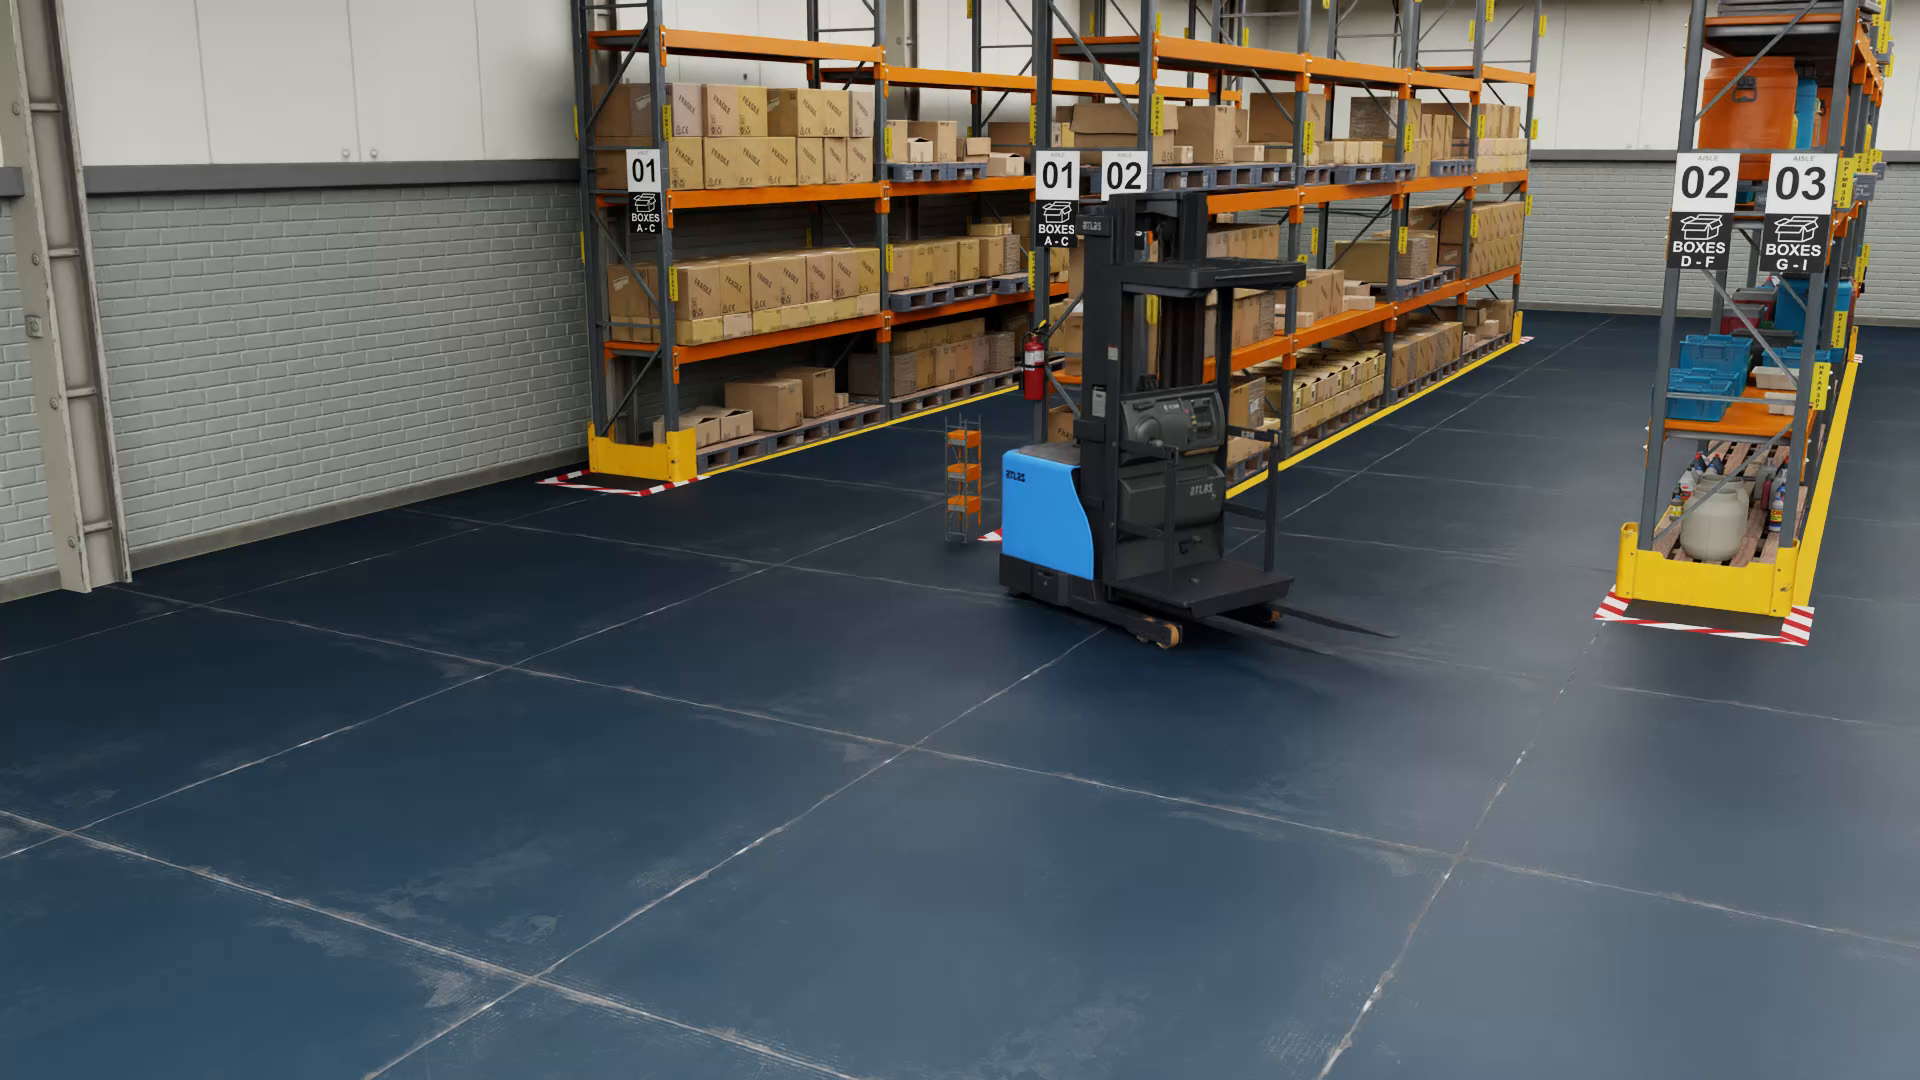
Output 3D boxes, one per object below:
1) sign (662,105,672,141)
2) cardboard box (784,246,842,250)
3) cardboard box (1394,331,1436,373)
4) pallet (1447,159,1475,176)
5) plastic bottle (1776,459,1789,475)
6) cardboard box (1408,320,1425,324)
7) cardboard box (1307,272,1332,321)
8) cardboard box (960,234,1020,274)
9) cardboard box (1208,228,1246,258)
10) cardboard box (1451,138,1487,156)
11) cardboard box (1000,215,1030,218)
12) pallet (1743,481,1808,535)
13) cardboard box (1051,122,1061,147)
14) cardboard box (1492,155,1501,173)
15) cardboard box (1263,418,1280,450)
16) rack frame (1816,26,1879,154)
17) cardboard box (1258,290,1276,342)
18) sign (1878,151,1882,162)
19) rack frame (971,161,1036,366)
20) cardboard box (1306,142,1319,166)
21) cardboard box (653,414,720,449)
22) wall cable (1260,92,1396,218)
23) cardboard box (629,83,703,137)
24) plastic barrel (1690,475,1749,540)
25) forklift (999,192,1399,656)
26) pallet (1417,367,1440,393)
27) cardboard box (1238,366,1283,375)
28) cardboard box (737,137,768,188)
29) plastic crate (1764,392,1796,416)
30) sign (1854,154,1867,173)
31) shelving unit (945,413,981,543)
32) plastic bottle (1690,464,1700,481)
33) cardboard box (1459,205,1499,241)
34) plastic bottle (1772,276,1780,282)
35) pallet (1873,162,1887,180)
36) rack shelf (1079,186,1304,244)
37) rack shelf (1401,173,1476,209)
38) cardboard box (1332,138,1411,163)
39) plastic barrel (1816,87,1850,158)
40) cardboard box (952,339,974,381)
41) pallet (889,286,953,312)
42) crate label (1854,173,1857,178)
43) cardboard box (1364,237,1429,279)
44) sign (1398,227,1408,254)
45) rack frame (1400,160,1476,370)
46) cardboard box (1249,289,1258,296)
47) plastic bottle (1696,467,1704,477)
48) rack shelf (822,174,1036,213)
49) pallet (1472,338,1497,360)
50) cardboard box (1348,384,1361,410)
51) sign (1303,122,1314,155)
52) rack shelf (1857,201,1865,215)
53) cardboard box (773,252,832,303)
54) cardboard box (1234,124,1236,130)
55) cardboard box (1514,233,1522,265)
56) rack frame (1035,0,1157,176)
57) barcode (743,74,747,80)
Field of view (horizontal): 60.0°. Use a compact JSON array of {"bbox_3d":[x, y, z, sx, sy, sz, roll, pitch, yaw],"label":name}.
[{"bbox_3d":[-2.765,-3.932,15.676,0.100,0.325,0.005,7,15,28],"label":"sign"},{"bbox_3d":[-1.717,-3.159,19.414,0.500,0.500,0.500,7,15,27],"label":"cardboard box"},{"bbox_3d":[6.178,-2.568,22.682,0.500,0.500,0.500,7,15,26],"label":"cardboard box"},{"bbox_3d":[6.522,-5.252,23.421,1.213,0.211,1.003,7,15,28],"label":"pallet"},{"bbox_3d":[7.214,-0.530,14.545,0.144,0.351,0.185,7,15,25],"label":"plastic bottle"},{"bbox_3d":[6.452,-2.938,24.216,0.500,0.500,0.500,7,15,26],"label":"cardboard box"},{"bbox_3d":[3.914,-2.785,18.973,0.500,0.500,0.500,7,15,28],"label":"cardboard box"},{"bbox_3d":[0.408,-3.916,22.725,0.700,0.500,0.500,5,15,21],"label":"cardboard box"},{"bbox_3d":[2.337,-2.751,16.063,0.700,0.500,0.500,7,15,28],"label":"cardboard box"},{"bbox_3d":[7.351,-5.711,24.177,0.500,0.250,0.500,7,15,28],"label":"cardboard box"},{"bbox_3d":[0.873,-4.547,24.003,0.500,0.250,0.500,7,15,26],"label":"cardboard box"},{"bbox_3d":[7.005,-0.319,14.908,1.003,0.211,1.213,7,15,28],"label":"pallet"},{"bbox_3d":[1.021,-5.692,23.693,0.700,0.500,0.500,6,15,25],"label":"cardboard box"},{"bbox_3d":[7.839,-5.673,25.084,0.500,0.250,0.500,7,15,28],"label":"cardboard box"},{"bbox_3d":[2.999,-1.118,17.240,0.500,0.250,0.500,7,15,28],"label":"cardboard box"},{"bbox_3d":[9.299,-5.545,17.834,1.000,3.000,0.127,7,15,28],"label":"rack frame"},{"bbox_3d":[2.822,-2.327,17.072,0.700,0.500,0.500,7,15,27],"label":"cardboard box"},{"bbox_3d":[13.656,-5.618,24.761,0.100,0.325,0.005,7,15,28],"label":"sign"},{"bbox_3d":[0.627,-3.751,23.193,1.000,3.000,0.127,7,15,28],"label":"rack frame"},{"bbox_3d":[3.601,-4.198,18.069,0.500,0.250,0.500,6,15,23],"label":"cardboard box"},{"bbox_3d":[-2.827,-1.148,17.195,0.500,0.311,0.500,6,15,22],"label":"cardboard box"},{"bbox_3d":[7.541,-7.919,34.307,3.097,2.526,0.112,7,15,28],"label":"wall cable"},{"bbox_3d":[-2.842,-4.164,16.116,0.500,0.500,0.500,6,15,24],"label":"cardboard box"},{"bbox_3d":[5.926,-0.229,12.994,0.421,0.512,0.421,0,14,0],"label":"plastic barrel"},{"bbox_3d":[1.597,-0.833,11.234,1.130,2.935,3.031,-10,17,-37],"label":"forklift"},{"bbox_3d":[5.950,-2.233,22.847,1.003,0.211,1.213,7,15,28],"label":"pallet"},{"bbox_3d":[3.466,-1.835,19.020,0.500,0.311,0.500,7,15,28],"label":"cardboard box"},{"bbox_3d":[-2.322,-3.880,17.070,0.500,0.500,0.500,8,16,31],"label":"cardboard box"},{"bbox_3d":[6.146,-1.006,12.370,0.298,0.136,0.250,7,15,28],"label":"plastic crate"},{"bbox_3d":[7.842,-3.206,14.512,0.100,0.325,0.005,7,15,28],"label":"sign"},{"bbox_3d":[0.026,-0.521,13.956,0.215,1.050,0.252,7,15,28],"label":"shelving unit"},{"bbox_3d":[6.315,-0.490,14.378,0.144,0.351,0.185,7,15,28],"label":"plastic bottle"},{"bbox_3d":[7.871,-4.822,25.288,0.500,0.500,0.500,7,15,26],"label":"cardboard box"},{"bbox_3d":[10.499,-3.262,21.429,0.152,0.276,0.135,7,15,28],"label":"plastic bottle"},{"bbox_3d":[10.940,-4.644,20.899,1.213,0.211,1.003,7,15,28],"label":"pallet"},{"bbox_3d":[2.065,-3.068,15.495,1.077,0.370,4.000,7,15,28],"label":"rack shelf"},{"bbox_3d":[5.932,-4.709,22.303,1.077,0.370,4.000,7,15,28],"label":"rack shelf"},{"bbox_3d":[5.146,-4.791,20.892,0.910,0.500,0.500,7,15,28],"label":"cardboard box"},{"bbox_3d":[9.576,-4.616,18.568,0.600,0.830,0.708,7,15,28],"label":"plastic barrel"},{"bbox_3d":[-0.242,-2.399,21.977,0.700,0.500,0.500,7,15,28],"label":"cardboard box"},{"bbox_3d":[-0.810,-2.978,20.393,1.003,0.211,1.213,7,15,28],"label":"pallet"},{"bbox_3d":[6.626,-2.720,12.832,0.502,0.251,0.408,7,15,28],"label":"crate label"},{"bbox_3d":[5.780,-3.751,22.085,0.700,0.500,0.500,11,17,38],"label":"cardboard box"},{"bbox_3d":[5.453,-3.691,20.474,0.100,0.325,0.005,7,15,28],"label":"sign"},{"bbox_3d":[6.899,-4.011,24.272,1.000,3.000,0.127,7,15,28],"label":"rack frame"},{"bbox_3d":[2.716,-2.495,16.387,0.380,0.149,0.250,7,15,28],"label":"cardboard box"},{"bbox_3d":[6.483,-0.504,14.606,0.097,0.271,0.097,0,14,0],"label":"plastic bottle"},{"bbox_3d":[-0.340,-4.449,21.224,1.077,0.370,4.000,7,15,28],"label":"rack shelf"},{"bbox_3d":[7.820,-3.048,26.225,1.003,0.211,1.213,7,15,28],"label":"pallet"},{"bbox_3d":[4.432,-1.714,19.712,0.500,0.250,0.500,8,16,29],"label":"cardboard box"},{"bbox_3d":[3.518,-4.055,16.783,0.100,0.325,0.005,7,15,28],"label":"sign"},{"bbox_3d":[10.266,-4.147,19.972,1.077,0.370,4.000,7,15,28],"label":"rack shelf"},{"bbox_3d":[-1.754,-2.895,18.318,0.500,0.500,0.500,7,15,26],"label":"cardboard box"},{"bbox_3d":[2.125,-3.827,15.693,0.797,0.503,0.637,9,16,34],"label":"cardboard box"},{"bbox_3d":[8.854,-4.758,27.155,0.500,0.500,0.500,8,16,30],"label":"cardboard box"},{"bbox_3d":[1.098,-4.466,13.357,1.000,3.000,0.127,7,15,28],"label":"rack frame"},{"bbox_3d":[-2.355,-5.076,18.234,0.001,0.075,0.075,7,15,28],"label":"barcode"}]
